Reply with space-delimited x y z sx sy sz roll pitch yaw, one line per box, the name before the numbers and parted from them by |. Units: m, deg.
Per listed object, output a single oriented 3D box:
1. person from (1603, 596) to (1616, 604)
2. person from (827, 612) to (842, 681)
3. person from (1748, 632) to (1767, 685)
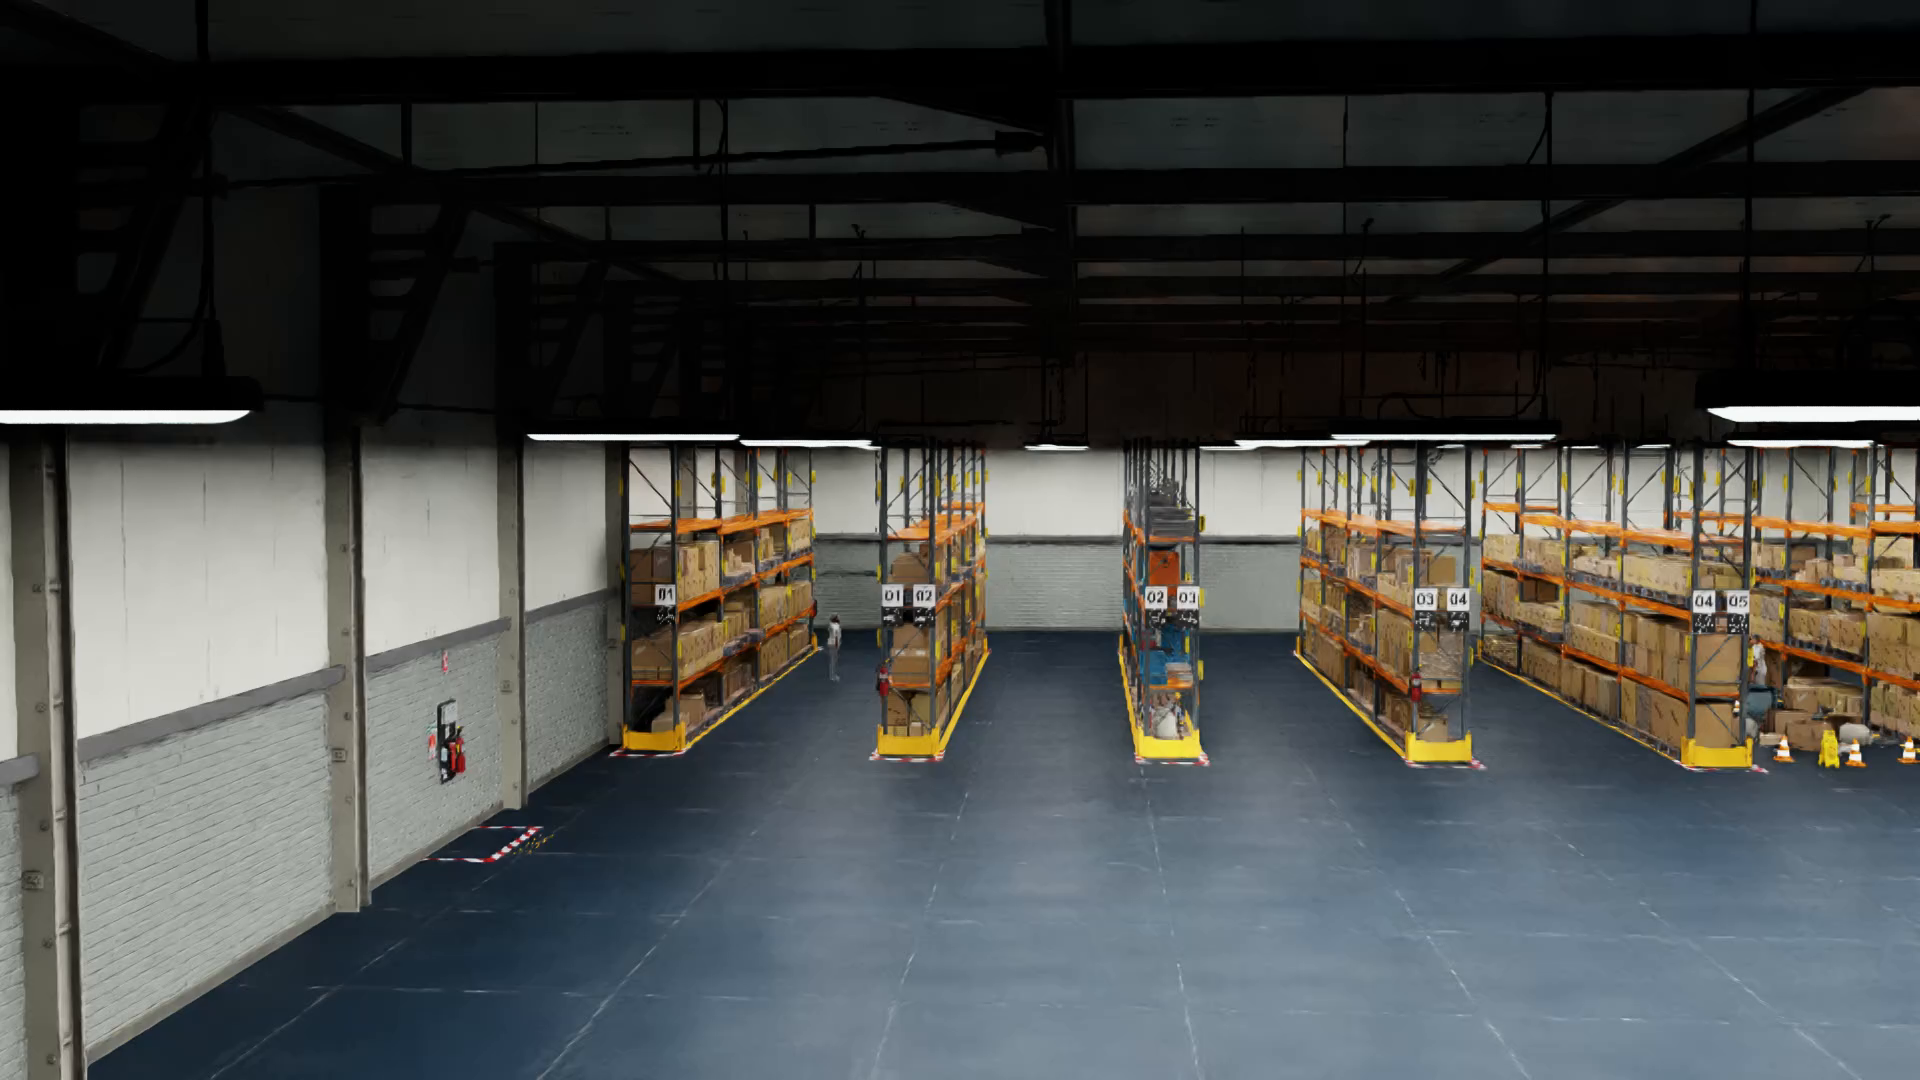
person | 18.996 2.251 48.592 0.699 1.770 0.553 -1 3 -24
person | -3.121 2.645 41.545 0.375 1.683 0.570 -1 3 -19
person | 17.319 2.894 36.260 0.584 1.748 0.652 2 4 31
